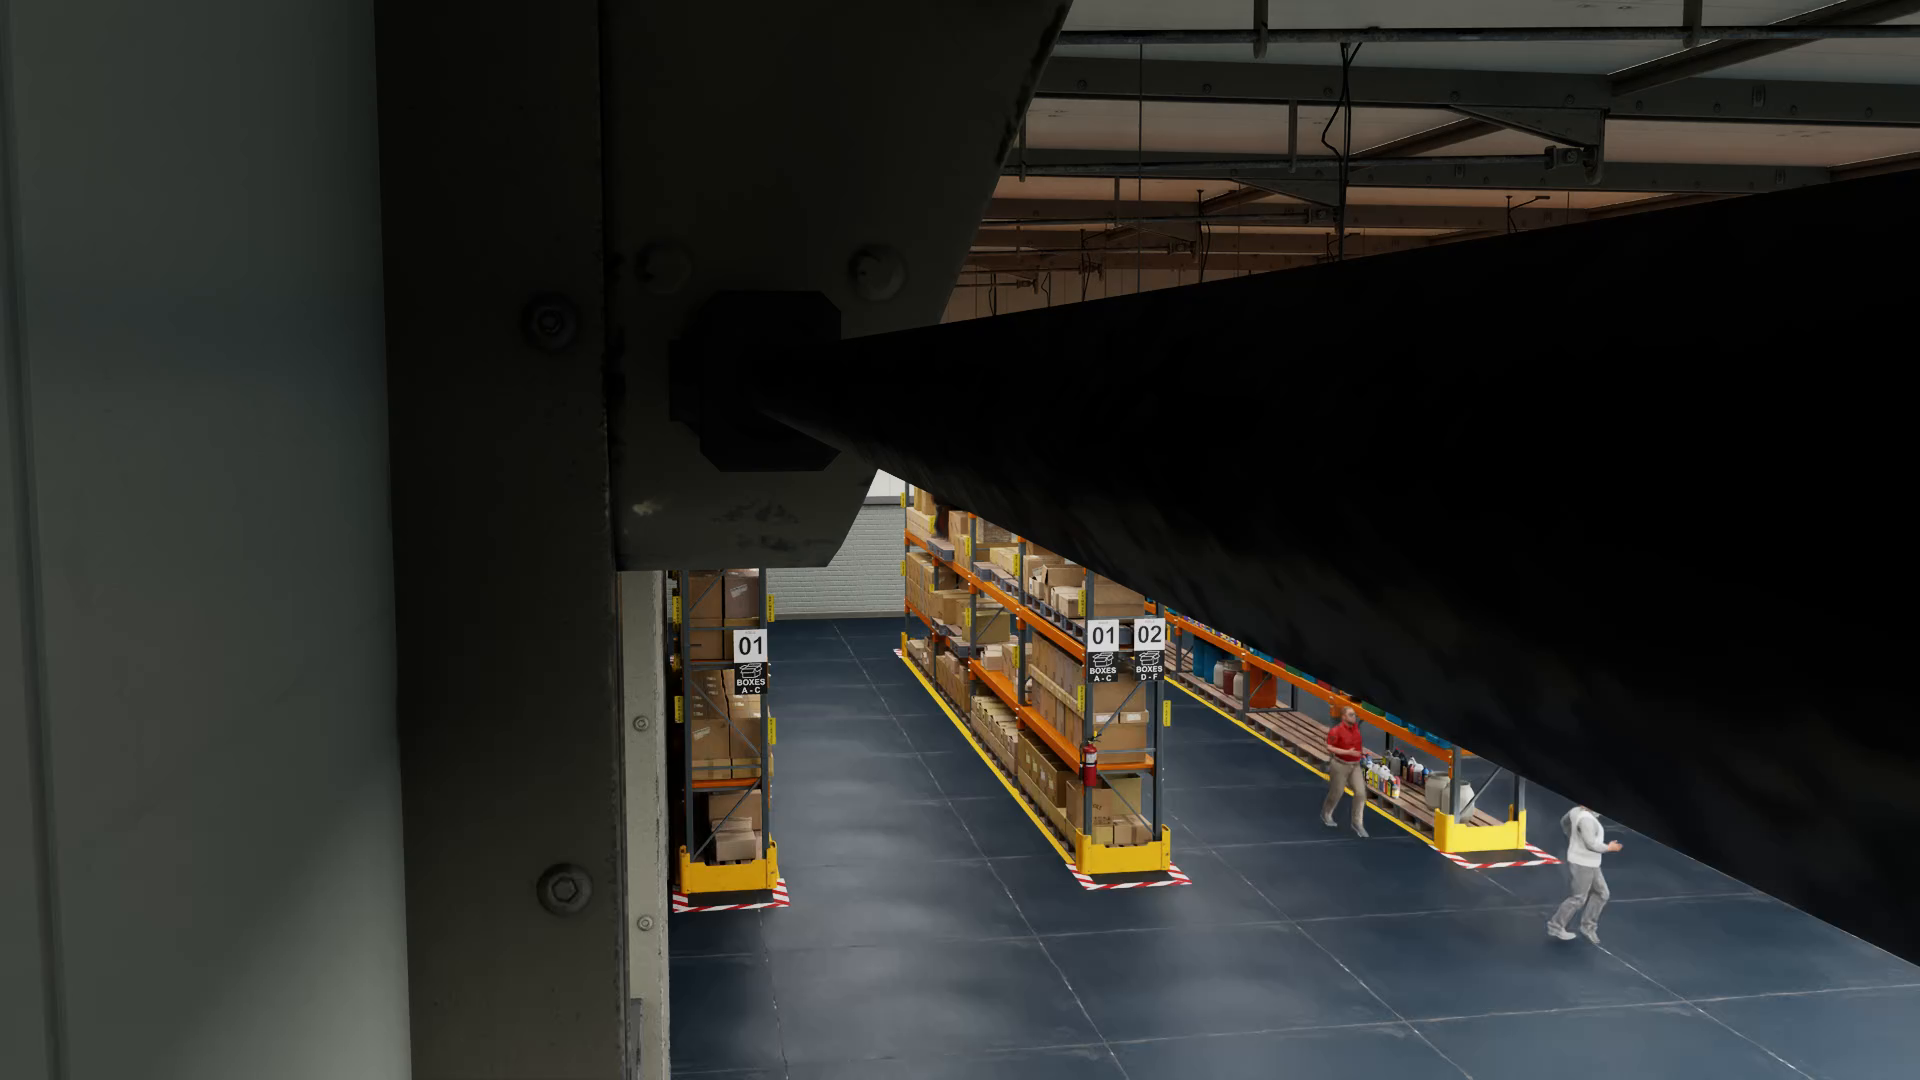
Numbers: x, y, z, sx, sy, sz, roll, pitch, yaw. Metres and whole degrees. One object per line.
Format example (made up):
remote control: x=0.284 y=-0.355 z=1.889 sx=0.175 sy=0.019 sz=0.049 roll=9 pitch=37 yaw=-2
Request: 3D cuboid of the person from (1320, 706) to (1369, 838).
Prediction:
person: x=5.216 y=3.137 z=22.624 sx=0.625 sy=1.787 sz=0.823 roll=-3 pitch=7 yaw=-24

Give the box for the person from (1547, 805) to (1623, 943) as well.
person: x=6.859 y=3.580 z=18.252 sx=0.748 sy=1.850 sz=0.675 roll=2 pitch=6 yaw=17
